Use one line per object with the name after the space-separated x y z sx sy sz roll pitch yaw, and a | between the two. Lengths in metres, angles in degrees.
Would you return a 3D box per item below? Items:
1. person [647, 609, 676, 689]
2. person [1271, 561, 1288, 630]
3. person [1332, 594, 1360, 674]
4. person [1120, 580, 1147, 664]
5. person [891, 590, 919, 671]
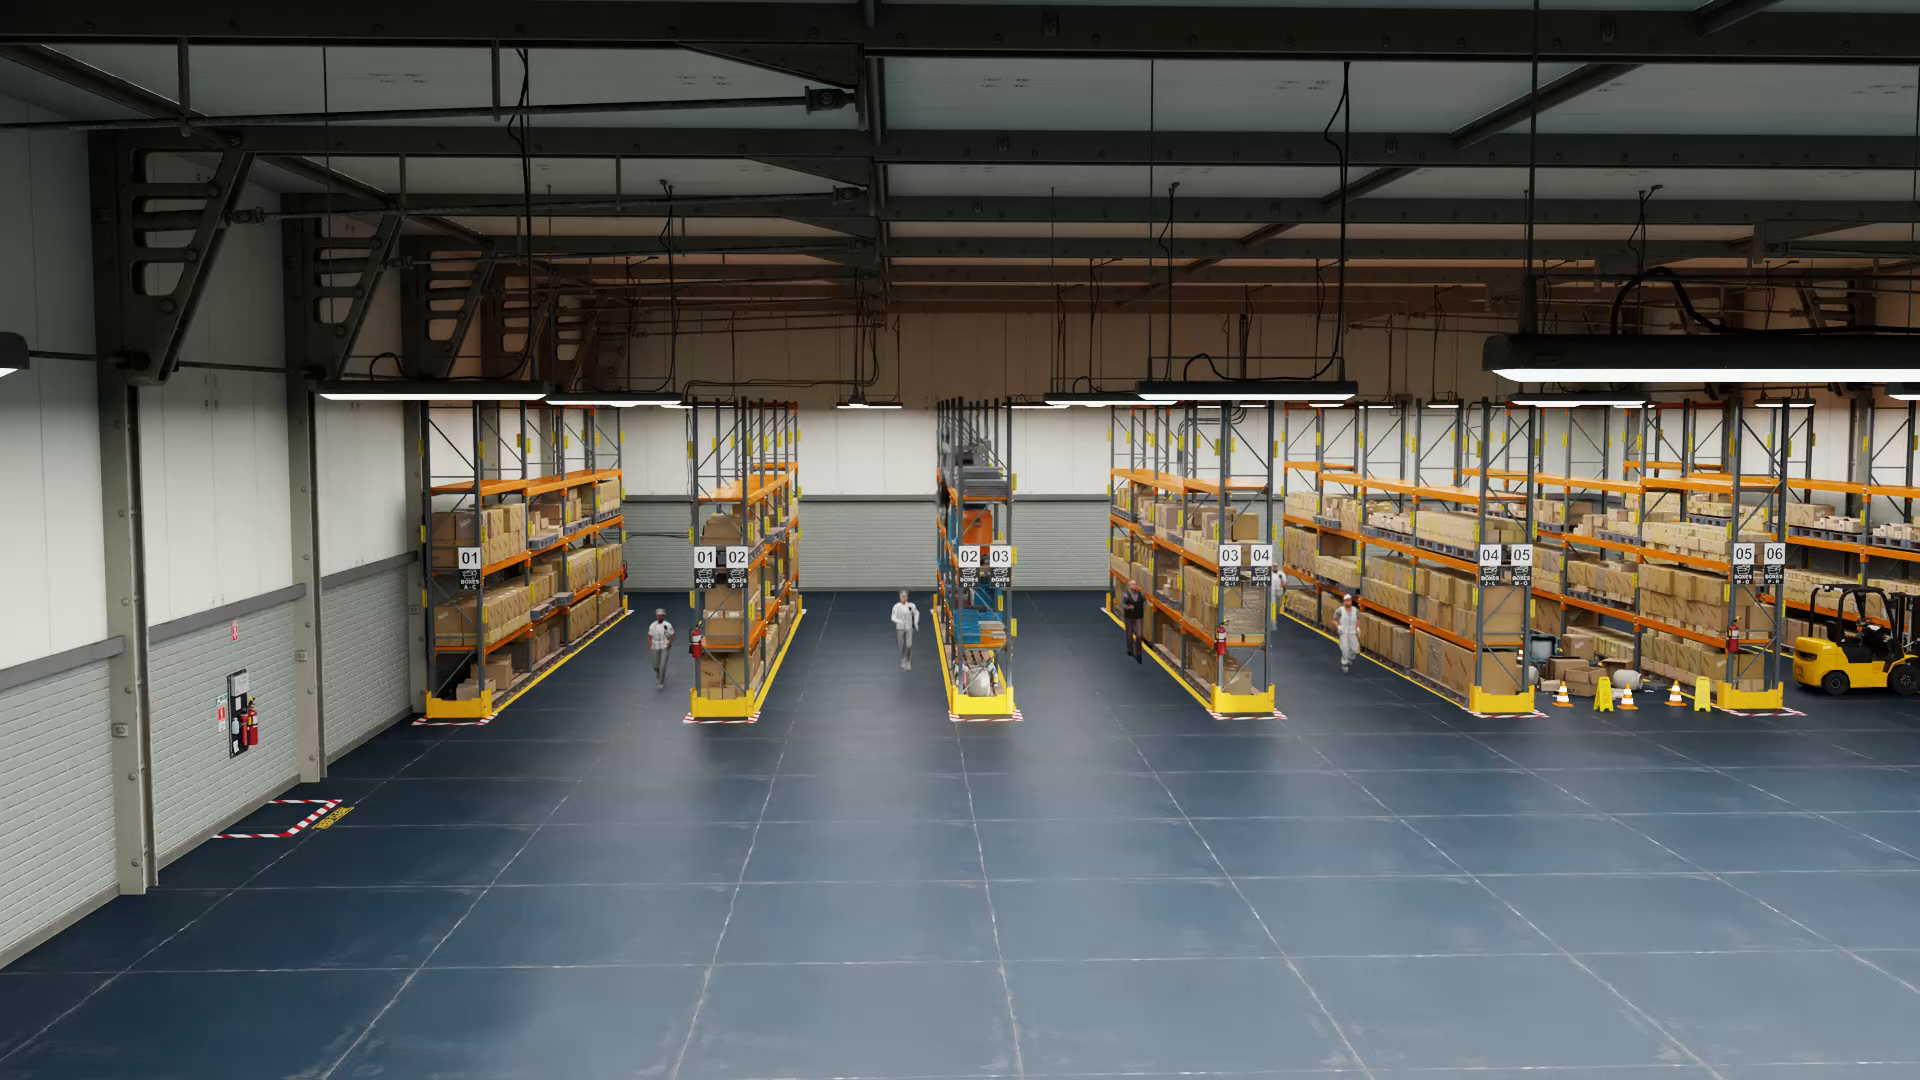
-6.203 2.242 34.536 0.583 1.664 0.593 0 4 -3 | person
8.349 1.444 43.973 0.646 1.805 0.914 0 4 0 | person
8.425 2.054 36.149 0.661 1.746 0.572 0 4 -2 | person
3.815 1.793 36.473 0.635 1.837 0.742 0 4 -4 | person
-1.152 1.907 34.973 0.578 1.725 0.728 0 4 -1 | person
